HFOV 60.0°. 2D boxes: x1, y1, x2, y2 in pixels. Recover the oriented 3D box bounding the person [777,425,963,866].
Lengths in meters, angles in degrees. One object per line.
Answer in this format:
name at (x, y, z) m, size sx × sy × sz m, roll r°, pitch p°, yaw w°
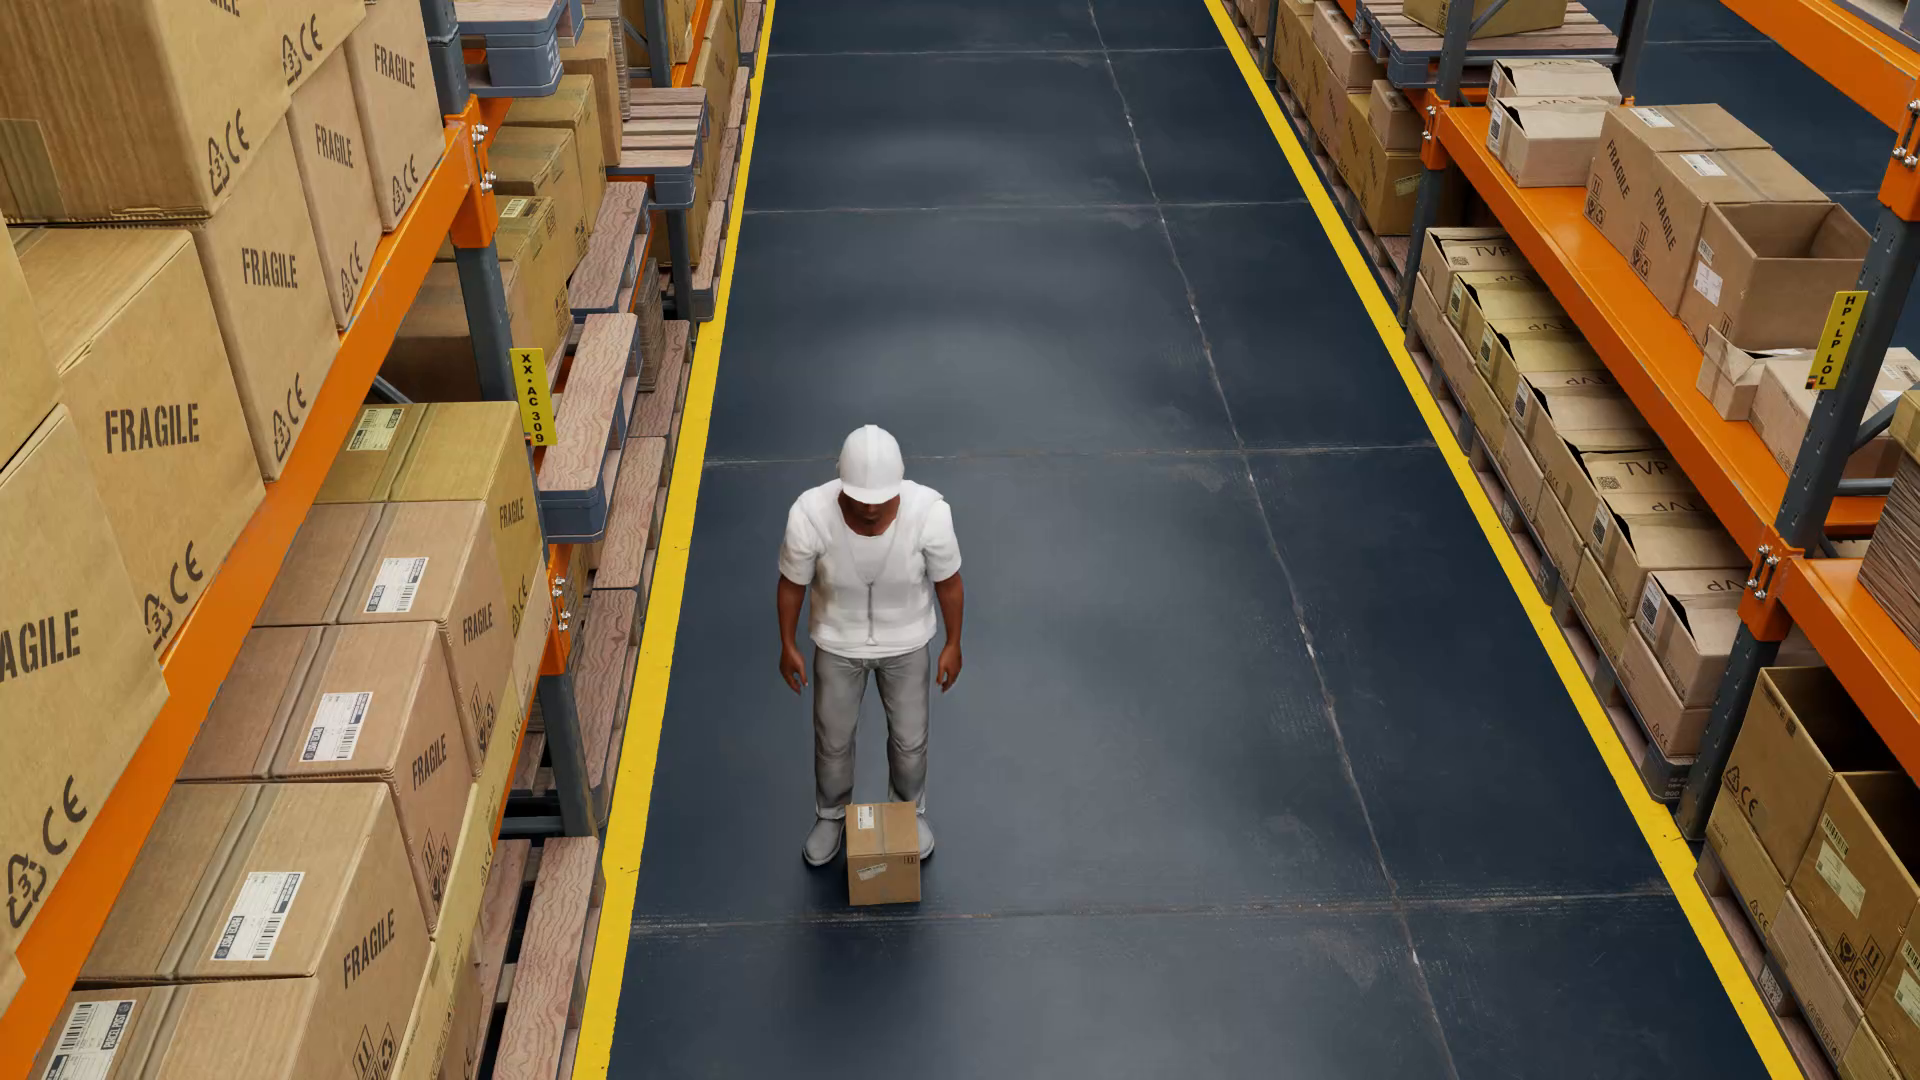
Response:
person at (-0.300, 0.357, 5.620) m, size 0.627 × 1.760 × 0.459 m, roll -1°, pitch 35°, yaw -2°
